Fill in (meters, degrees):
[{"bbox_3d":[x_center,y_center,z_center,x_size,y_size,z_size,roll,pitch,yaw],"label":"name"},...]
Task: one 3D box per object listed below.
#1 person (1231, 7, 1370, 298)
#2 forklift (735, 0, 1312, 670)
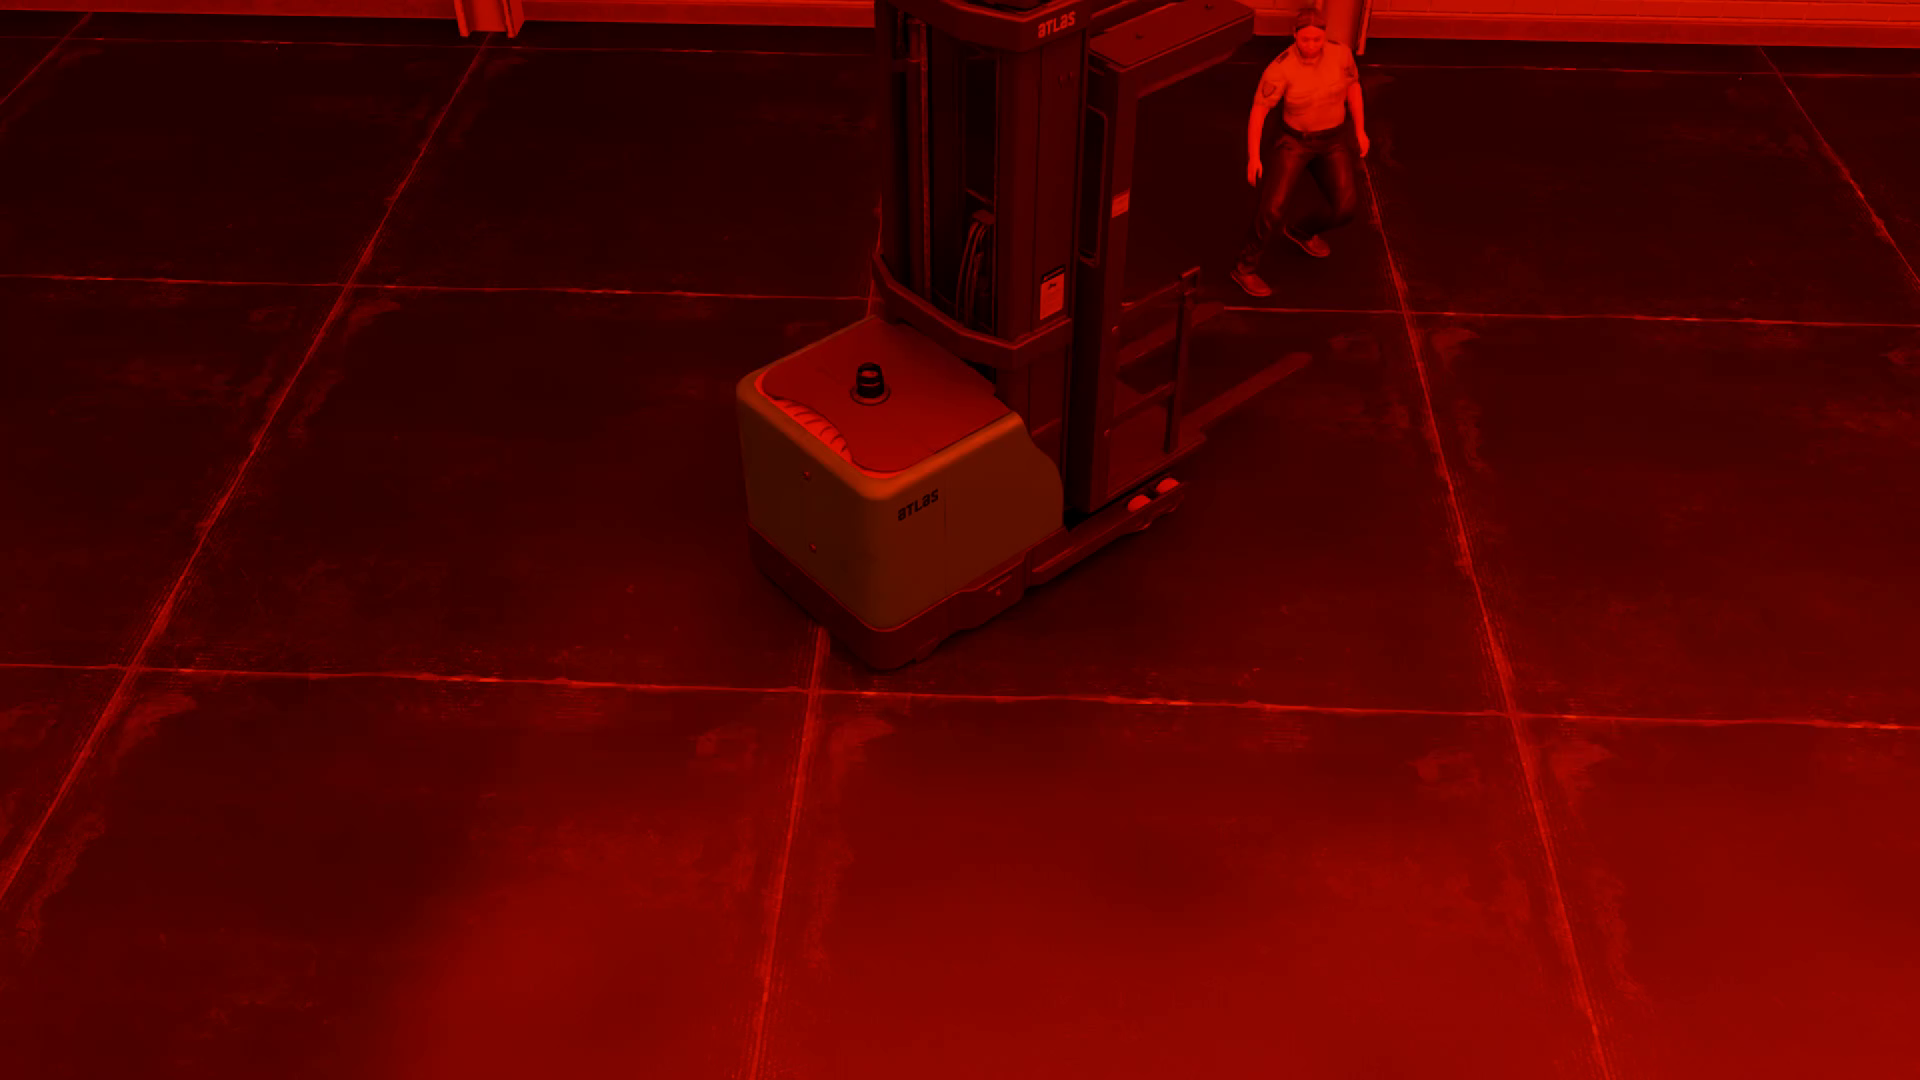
[{"bbox_3d":[1.866,-2.127,9.103,0.740,1.533,0.520,-9,43,-10],"label":"person"},{"bbox_3d":[0.468,-1.373,7.246,3.031,2.935,1.130,-30,50,-29],"label":"forklift"}]
